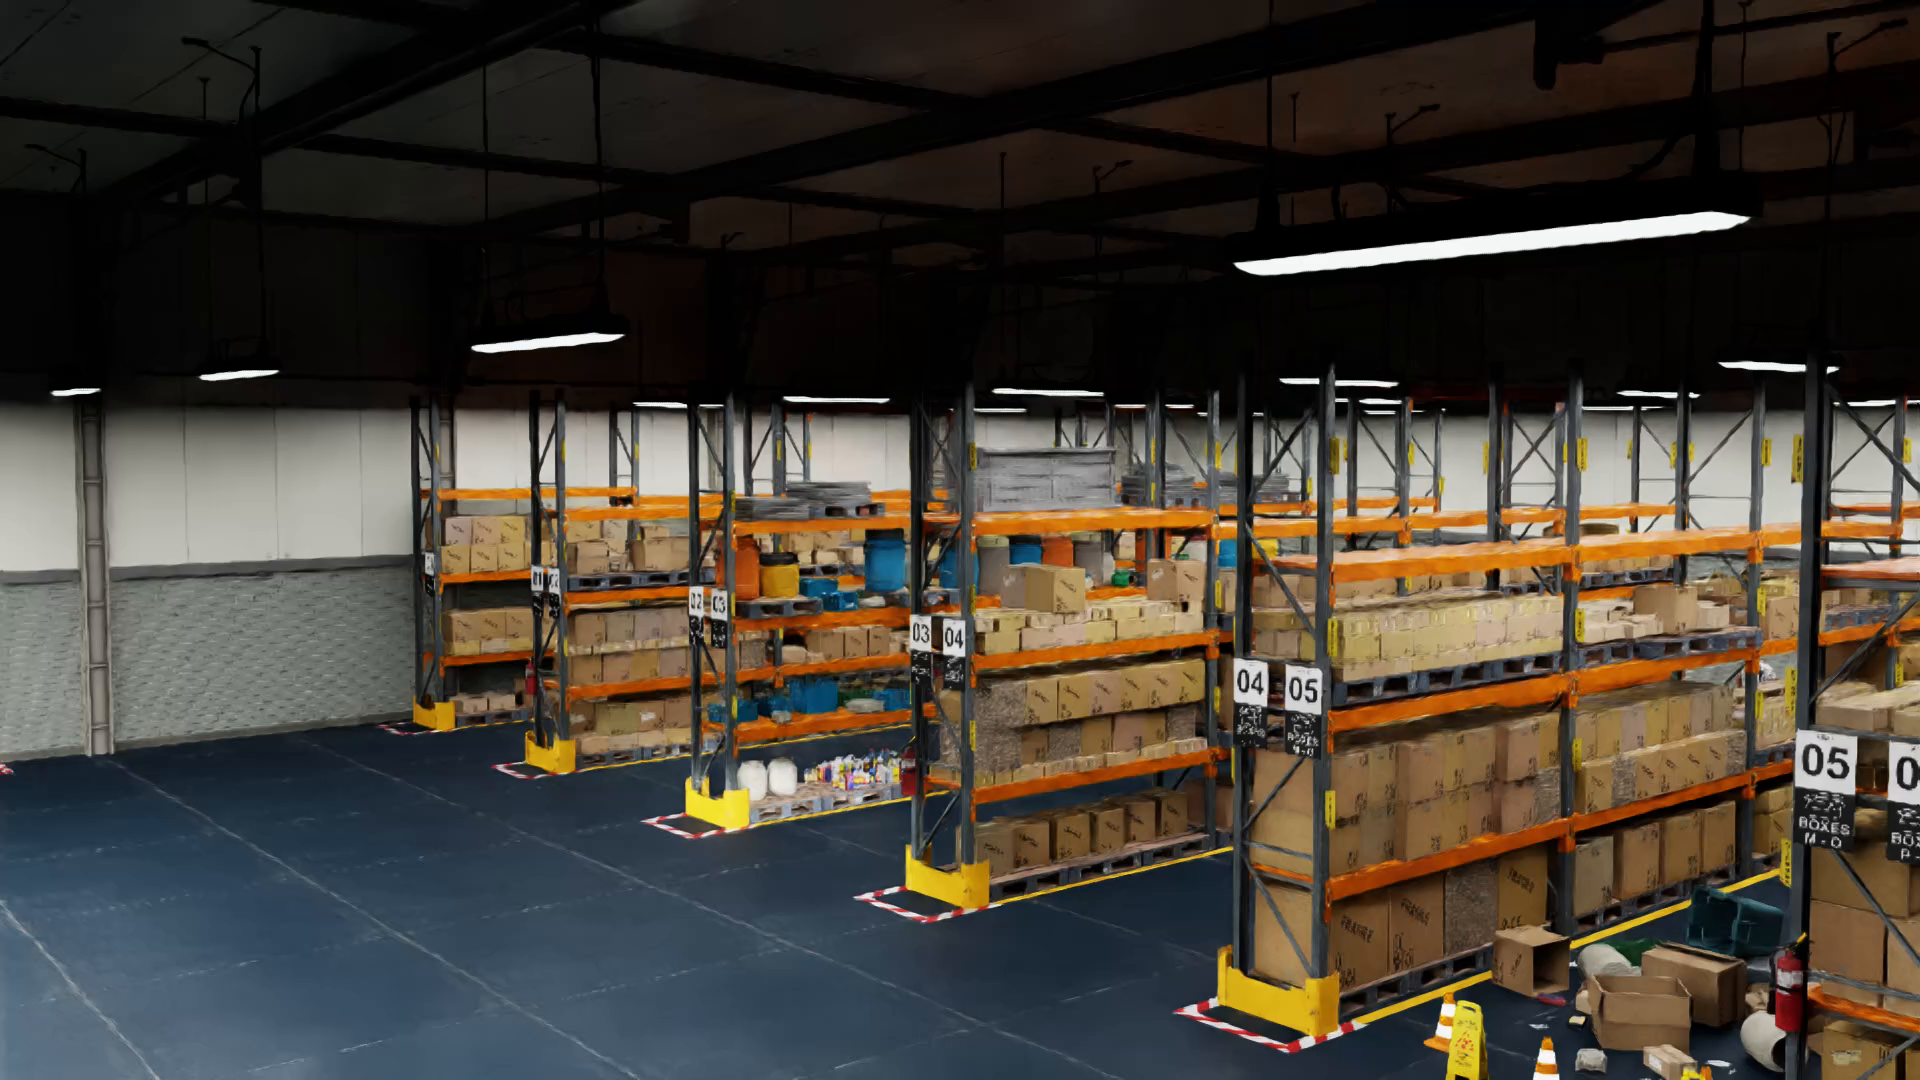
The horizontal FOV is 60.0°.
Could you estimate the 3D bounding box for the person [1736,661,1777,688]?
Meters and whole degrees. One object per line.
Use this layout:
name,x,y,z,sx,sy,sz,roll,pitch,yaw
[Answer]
person,13.499,2.649,28.215,0.542,1.715,0.682,-3,4,-42
